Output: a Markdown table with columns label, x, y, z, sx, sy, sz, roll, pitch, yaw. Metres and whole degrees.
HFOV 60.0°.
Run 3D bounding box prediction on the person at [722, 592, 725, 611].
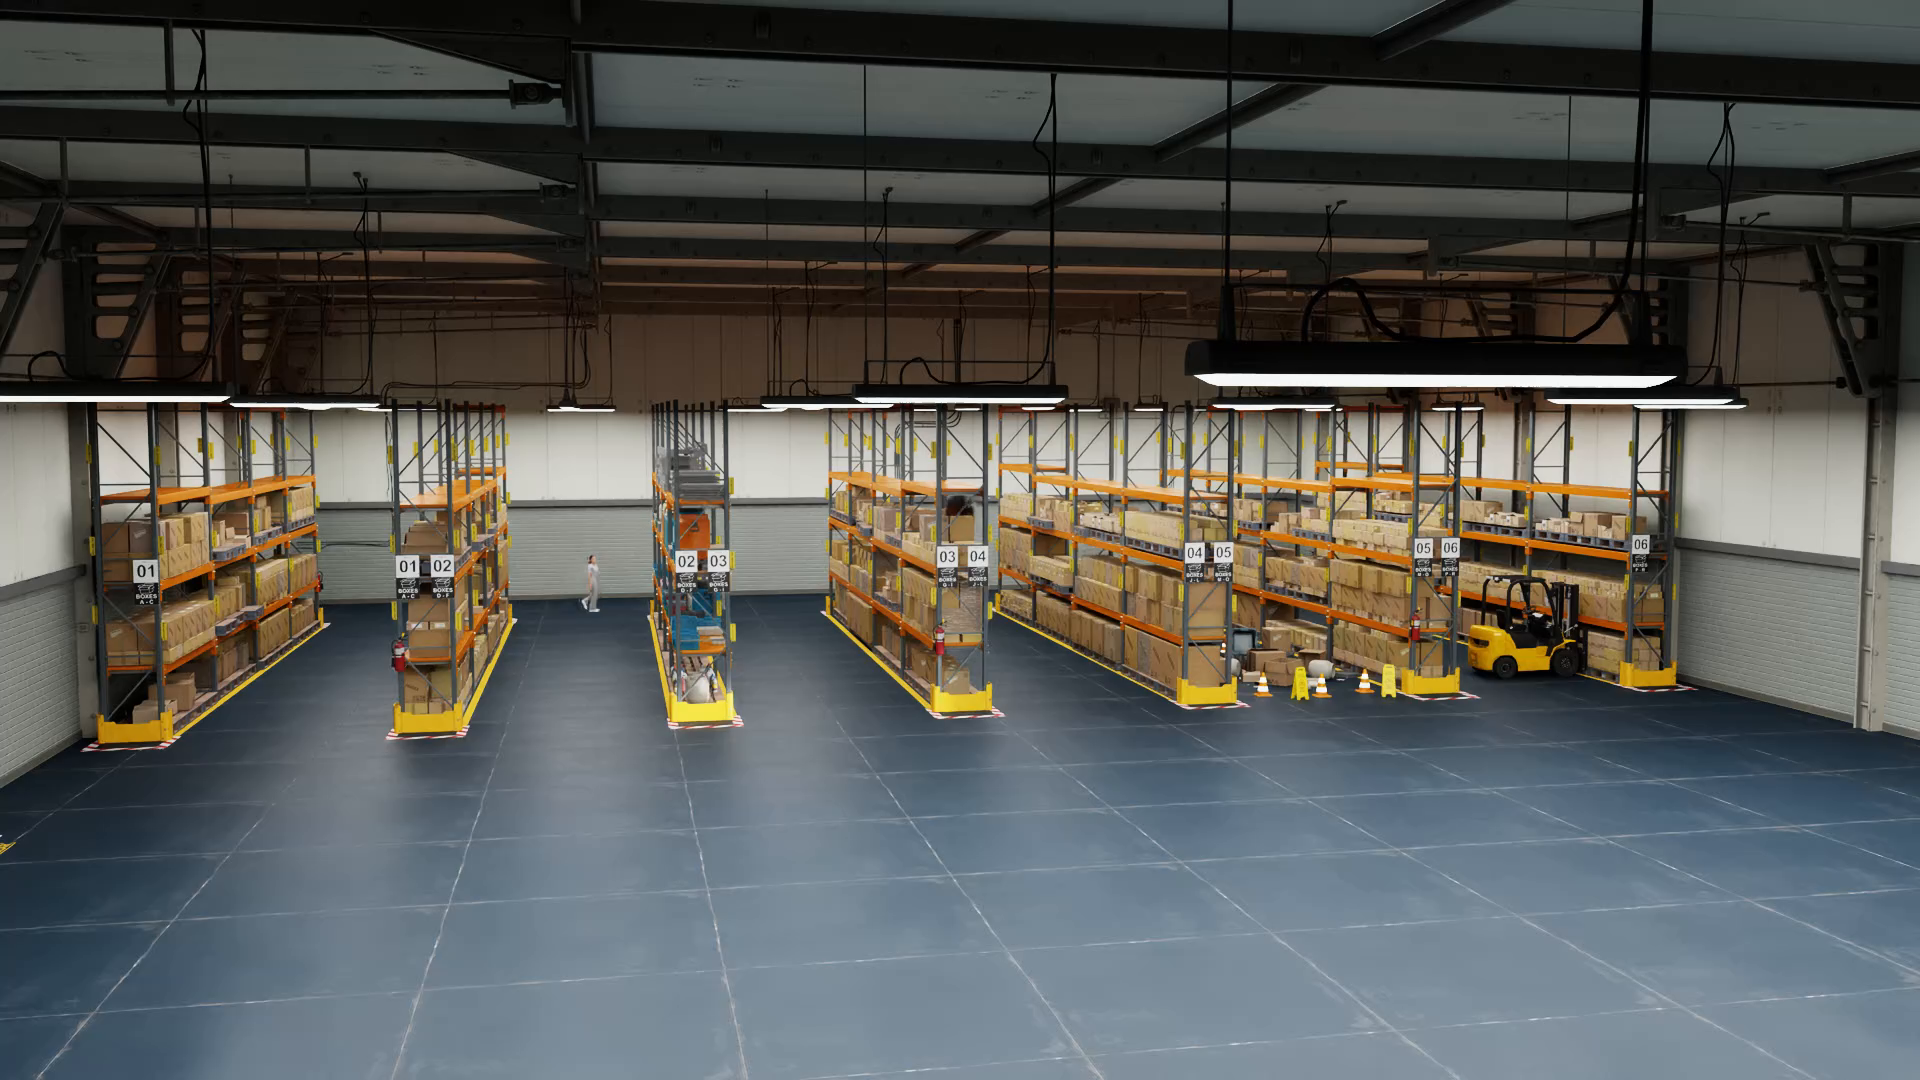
| label | x | y | z | sx | sy | sz | roll | pitch | yaw |
| --- | --- | --- | --- | --- | --- | --- | --- | --- | --- |
| person | -7.024 | 1.216 | 48.744 | 0.435 | 1.646 | 0.780 | -1 | 5 | -19 |

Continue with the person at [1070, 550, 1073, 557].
| label | x | y | z | sx | sy | sz | roll | pitch | yaw |
| --- | --- | --- | --- | --- | --- | --- | --- | --- | --- |
| person | 3.395 | 1.077 | 50.544 | 0.826 | 1.646 | 0.507 | -2 | 5 | -19 |

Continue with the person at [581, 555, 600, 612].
| label | x | y | z | sx | sy | sz | roll | pitch | yaw |
| --- | --- | --- | --- | --- | --- | --- | --- | --- | --- |
| person | -10.678 | 1.254 | 48.067 | 0.531 | 1.654 | 0.504 | -1 | 4 | -16 |
